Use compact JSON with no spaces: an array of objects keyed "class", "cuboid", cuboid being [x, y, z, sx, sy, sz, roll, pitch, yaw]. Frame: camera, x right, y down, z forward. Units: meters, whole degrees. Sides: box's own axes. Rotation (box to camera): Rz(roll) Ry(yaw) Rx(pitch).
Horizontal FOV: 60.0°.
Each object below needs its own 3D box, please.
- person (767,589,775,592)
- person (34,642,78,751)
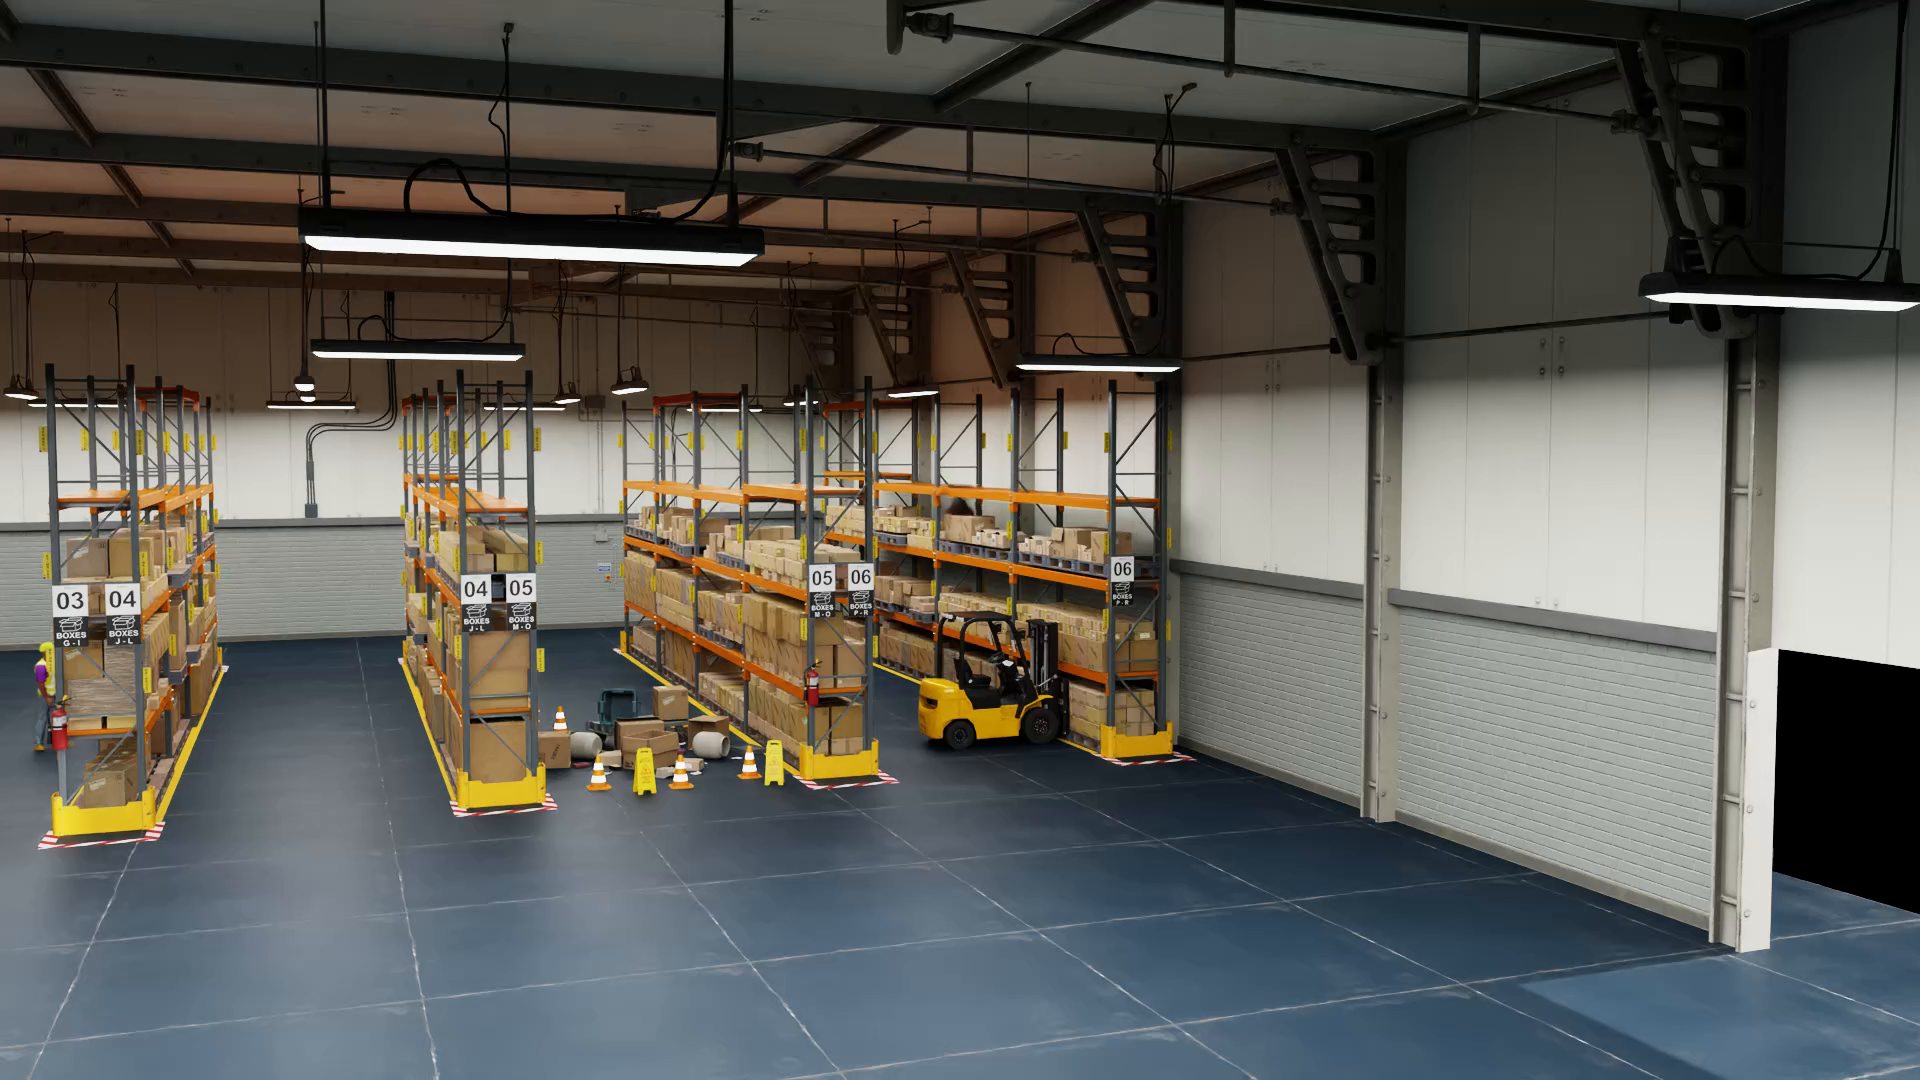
[{"class":"person","cuboid":[-4.739,1.683,42.077,0.585,1.809,0.633,1,3,10]},{"class":"person","cuboid":[-14.810,2.558,27.153,0.506,1.798,0.700,1,3,9]}]
